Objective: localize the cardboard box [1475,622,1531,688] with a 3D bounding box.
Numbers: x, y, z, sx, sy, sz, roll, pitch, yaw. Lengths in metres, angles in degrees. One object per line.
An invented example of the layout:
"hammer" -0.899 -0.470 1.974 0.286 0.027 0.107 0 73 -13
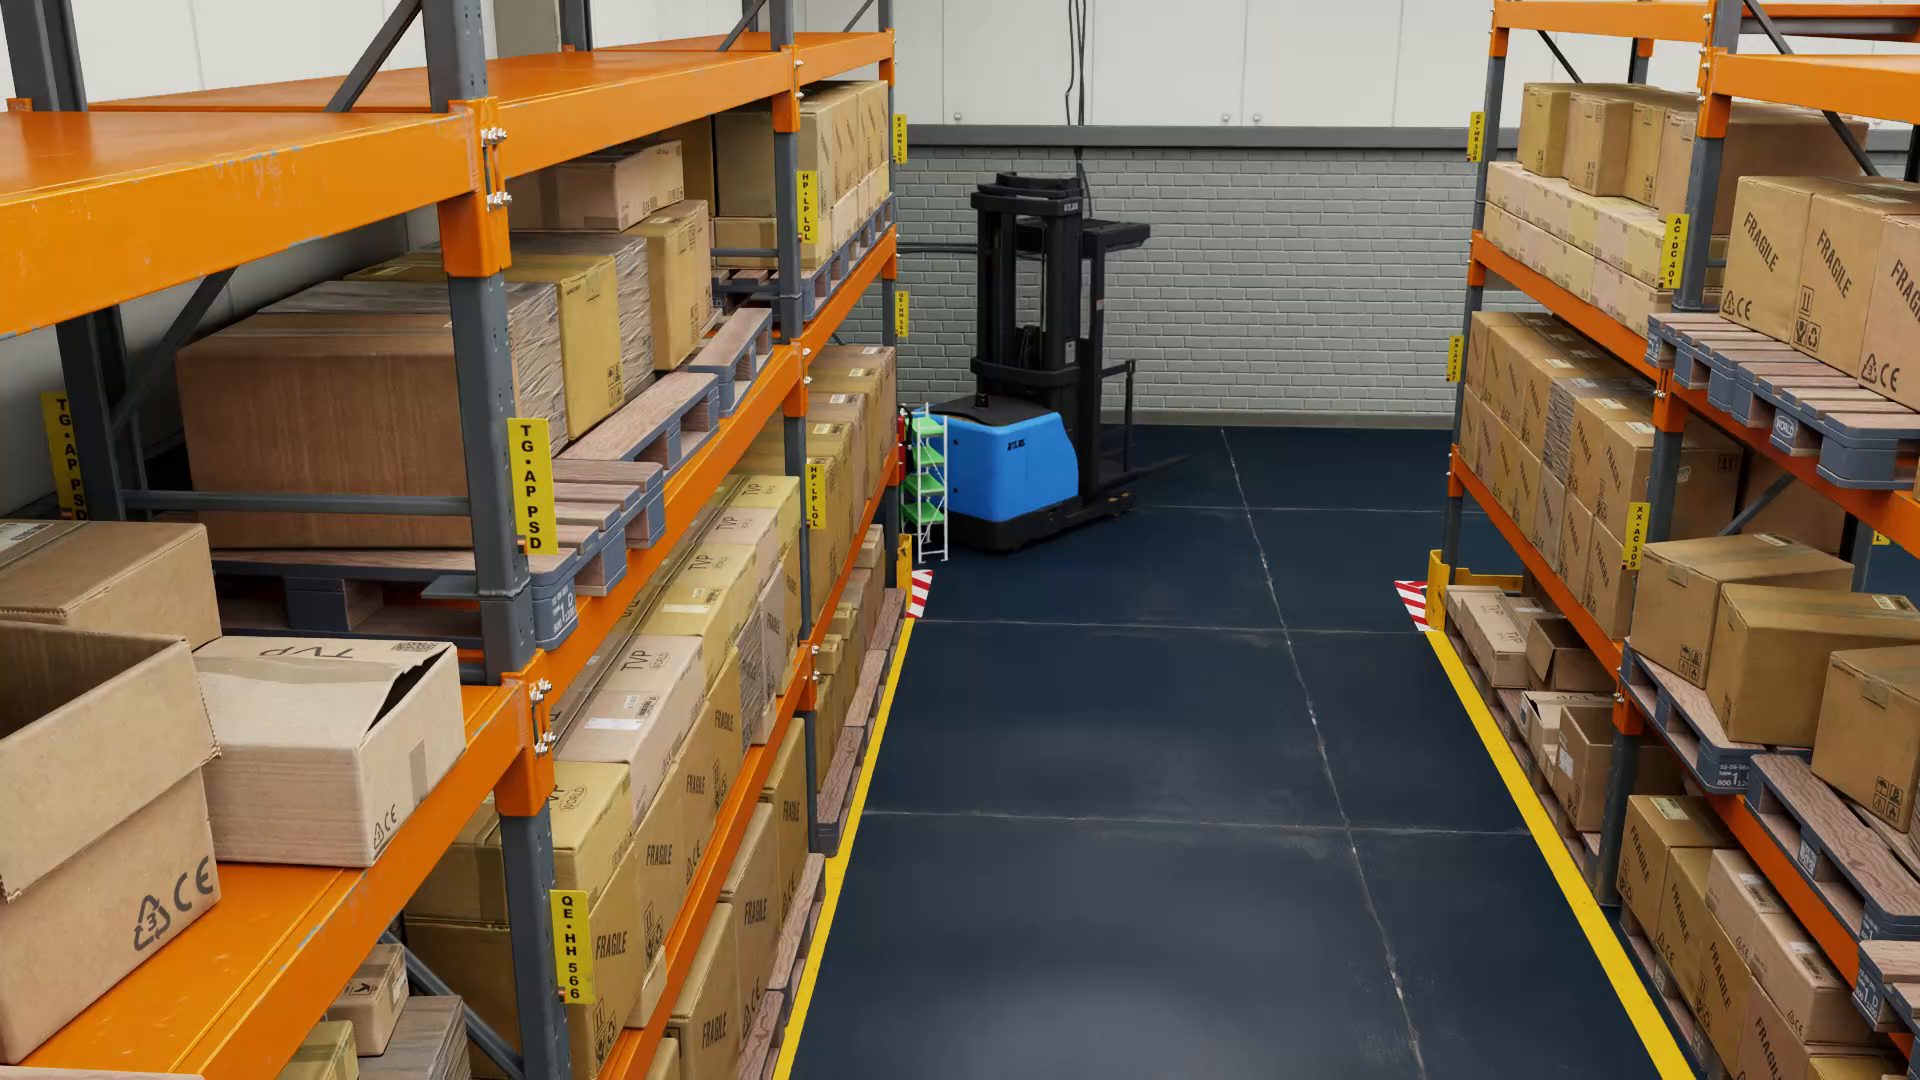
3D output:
"cardboard box" 3.594 0.733 10.578 0.500 0.250 0.500 1 18 4

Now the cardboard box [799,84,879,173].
"cardboard box" -0.781 -2.516 10.169 0.500 0.500 0.500 2 18 6

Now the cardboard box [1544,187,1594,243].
"cardboard box" 3.579 -1.810 9.250 0.500 0.250 0.500 1 18 4

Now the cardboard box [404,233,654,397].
"cardboard box" -1.488 -0.787 5.825 0.700 0.500 0.500 1 18 4

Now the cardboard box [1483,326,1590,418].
"cardboard box" 3.663 -1.066 10.592 0.500 0.500 0.500 1 18 4

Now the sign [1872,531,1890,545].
"sign" 4.255 -0.134 7.656 0.100 0.325 0.005 1 18 4

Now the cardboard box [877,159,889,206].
"cardboard box" -0.741 -2.315 10.759 0.500 0.250 0.500 2 18 6

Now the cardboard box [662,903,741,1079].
"cardboard box" -1.274 1.862 6.201 0.750 0.750 0.750 1 18 4

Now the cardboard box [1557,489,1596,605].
"cardboard box" 3.516 0.036 8.835 0.500 0.500 0.500 2 18 5

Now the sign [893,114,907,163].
"sign" -0.413 -2.739 11.353 0.100 0.325 0.005 1 18 4

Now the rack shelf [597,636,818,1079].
"rack shelf" -1.384 1.258 6.421 1.077 0.370 4.000 1 18 4

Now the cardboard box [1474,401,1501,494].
"cardboard box" 3.661 -0.593 10.755 0.500 0.500 0.500 1 18 3

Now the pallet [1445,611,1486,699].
"pallet" 3.926 0.759 11.269 1.003 0.211 1.213 1 18 4

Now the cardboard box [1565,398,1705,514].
"cardboard box" 3.513 -0.440 8.682 0.500 0.500 0.500 1 18 3

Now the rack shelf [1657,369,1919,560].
"rack shelf" 3.557 -0.058 5.620 1.077 0.370 4.000 1 18 4

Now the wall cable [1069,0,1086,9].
"wall cable" 2.507 -6.411 15.911 3.097 2.526 0.112 1 18 4

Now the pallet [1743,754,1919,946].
"pallet" 3.549 1.134 5.953 1.003 0.211 1.213 1 18 4

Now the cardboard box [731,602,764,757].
"cardboard box" -1.093 0.560 6.725 0.500 0.500 0.500 1 18 4

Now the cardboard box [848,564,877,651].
"cardboard box" -0.940 0.416 11.175 0.700 0.500 0.500 1 18 4

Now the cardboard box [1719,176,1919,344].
"cardboard box" 3.591 -1.161 6.835 0.600 0.600 0.600 0 18 -1

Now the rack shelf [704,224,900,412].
"rack shelf" -1.097 -1.410 9.745 1.077 0.370 4.000 1 18 4

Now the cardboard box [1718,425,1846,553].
"cardboard box" 4.015 -0.258 8.127 0.500 0.500 0.500 2 18 5

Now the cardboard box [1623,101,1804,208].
"cardboard box" 3.905 -2.003 8.635 0.700 0.500 0.500 1 18 4

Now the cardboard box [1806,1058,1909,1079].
"cardboard box" 3.284 2.169 5.793 0.500 0.500 0.500 1 18 2

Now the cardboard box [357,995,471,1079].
"cardboard box" -1.551 1.427 3.883 0.700 0.500 0.500 -1 18 -3

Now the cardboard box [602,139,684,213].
"cardboard box" -1.434 -1.473 6.712 0.500 0.250 0.500 3 18 8

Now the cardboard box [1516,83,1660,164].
"cardboard box" 3.967 -2.626 10.536 0.700 0.500 0.500 1 18 4

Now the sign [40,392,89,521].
"sign" -2.080 -0.186 3.899 0.100 0.325 0.005 1 18 4

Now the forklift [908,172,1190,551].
"forklift" 0.918 -1.689 14.370 1.130 2.935 3.031 15 24 39

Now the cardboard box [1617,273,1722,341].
"cardboard box" 3.470 -1.106 7.906 0.500 0.250 0.500 1 18 4

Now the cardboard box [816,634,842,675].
"cardboard box" -0.878 0.643 9.442 0.380 0.149 0.250 2 18 6

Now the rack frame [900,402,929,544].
"rack frame" -0.371 -0.536 13.631 0.240 1.200 0.015 -6 19 -17

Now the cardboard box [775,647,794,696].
"cardboard box" -0.977 0.595 7.660 0.380 0.149 0.250 2 18 5

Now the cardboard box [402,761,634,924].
"cardboard box" -1.235 0.839 4.672 0.500 0.250 0.500 2 18 5

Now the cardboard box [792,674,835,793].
"cardboard box" -1.084 1.054 9.230 0.700 0.500 0.500 2 18 5

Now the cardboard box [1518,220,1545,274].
"cardboard box" 3.614 -1.728 9.802 0.500 0.250 0.500 1 18 4

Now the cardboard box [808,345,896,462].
"cardboard box" -0.980 -0.931 11.465 0.980 0.700 0.700 2 18 6

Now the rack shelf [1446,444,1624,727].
"rack shelf" 3.844 0.125 9.879 1.077 0.370 4.000 1 18 4

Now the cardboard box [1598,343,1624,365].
"cardboard box" 4.162 -0.898 10.080 0.500 0.500 0.500 2 18 5

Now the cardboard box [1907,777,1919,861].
"cardboard box" 3.603 0.922 5.457 0.700 0.500 0.500 5 19 14

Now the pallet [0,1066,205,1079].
"pallet" -1.592 0.932 1.745 1.213 0.211 1.003 1 18 4

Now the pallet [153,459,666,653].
"pallet" -1.534 0.001 4.590 1.213 0.211 1.003 2 18 6

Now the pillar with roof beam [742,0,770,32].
"pillar with roof beam" 2.671 -4.560 13.387 9.100 9.000 0.400 1 18 4

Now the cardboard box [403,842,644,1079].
"cardboard box" -1.237 1.194 4.791 0.500 0.500 0.500 2 18 6

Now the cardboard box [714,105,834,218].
"cardboard box" -0.910 -1.878 8.220 0.500 0.500 0.500 1 18 3

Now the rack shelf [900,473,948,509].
"rack shelf" -0.295 -0.403 13.430 0.258 0.148 0.480 -6 19 -17

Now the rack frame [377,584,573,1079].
"rack frame" -1.527 1.538 4.413 1.000 3.000 0.127 1 18 4

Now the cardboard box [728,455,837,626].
"cardboard box" -1.185 -0.015 8.671 0.980 0.700 0.700 2 18 5

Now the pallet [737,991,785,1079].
"pallet" -1.305 2.242 6.743 1.003 0.211 1.213 1 18 4

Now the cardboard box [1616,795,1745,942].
"cardboard box" 3.423 1.528 7.750 0.500 0.500 0.500 0 18 1

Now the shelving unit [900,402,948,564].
"shelving unit" -0.295 -0.463 13.410 0.258 1.200 0.503 -6 19 -17

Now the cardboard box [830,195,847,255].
"cardboard box" -0.877 -1.673 8.799 0.500 0.250 0.500 1 18 3

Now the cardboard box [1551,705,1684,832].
"cardboard box" 3.459 1.200 8.751 0.500 0.500 0.500 1 18 4

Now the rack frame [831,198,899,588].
"rack frame" -0.954 -0.947 11.996 1.000 3.000 0.127 1 18 4

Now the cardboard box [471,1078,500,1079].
"cardboard box" -1.273 1.550 4.746 0.380 0.149 0.250 1 18 3
